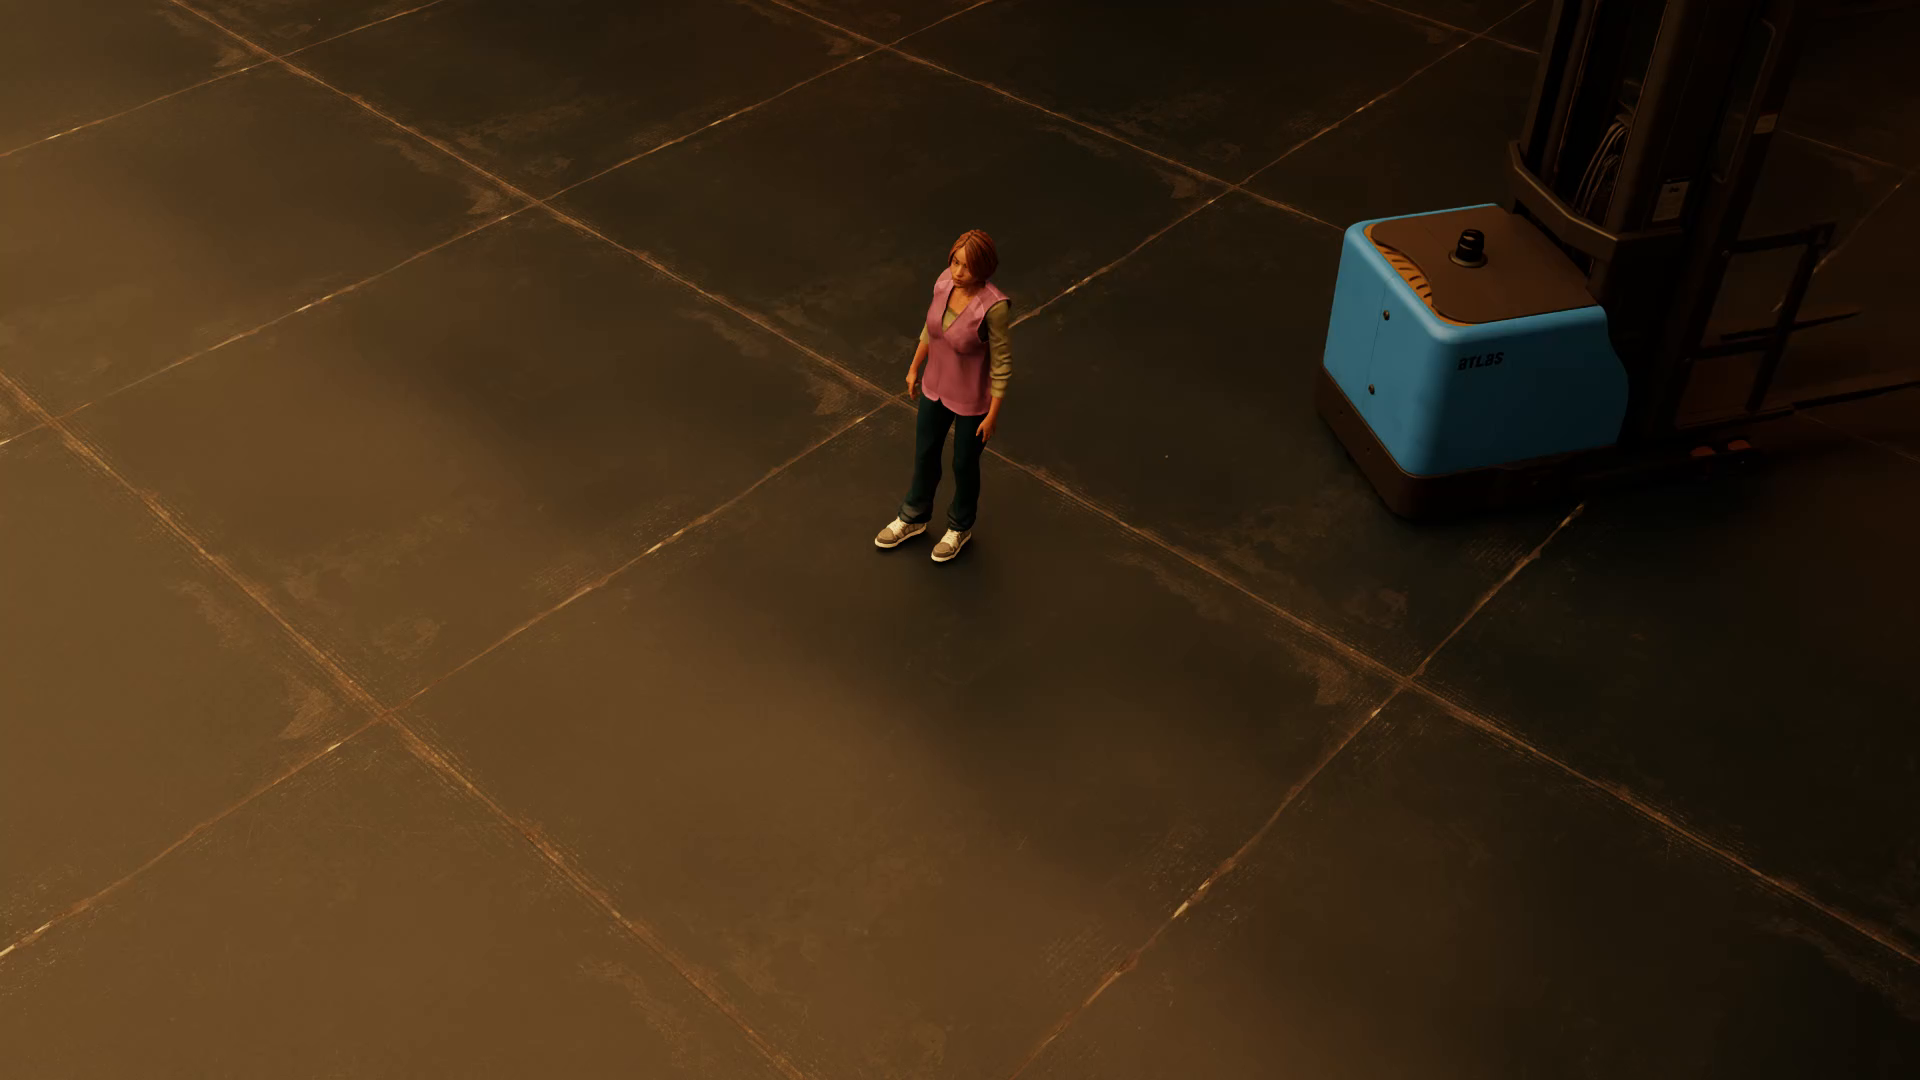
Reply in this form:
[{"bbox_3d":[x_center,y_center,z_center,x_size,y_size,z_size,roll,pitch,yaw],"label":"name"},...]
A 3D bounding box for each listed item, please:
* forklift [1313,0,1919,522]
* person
[{"bbox_3d":[3.355,-1.723,7.437,3.031,2.935,1.130,-10,42,-11],"label":"forklift"},{"bbox_3d":[-0.061,-0.581,7.120,0.521,1.599,0.473,31,49,31],"label":"person"}]
